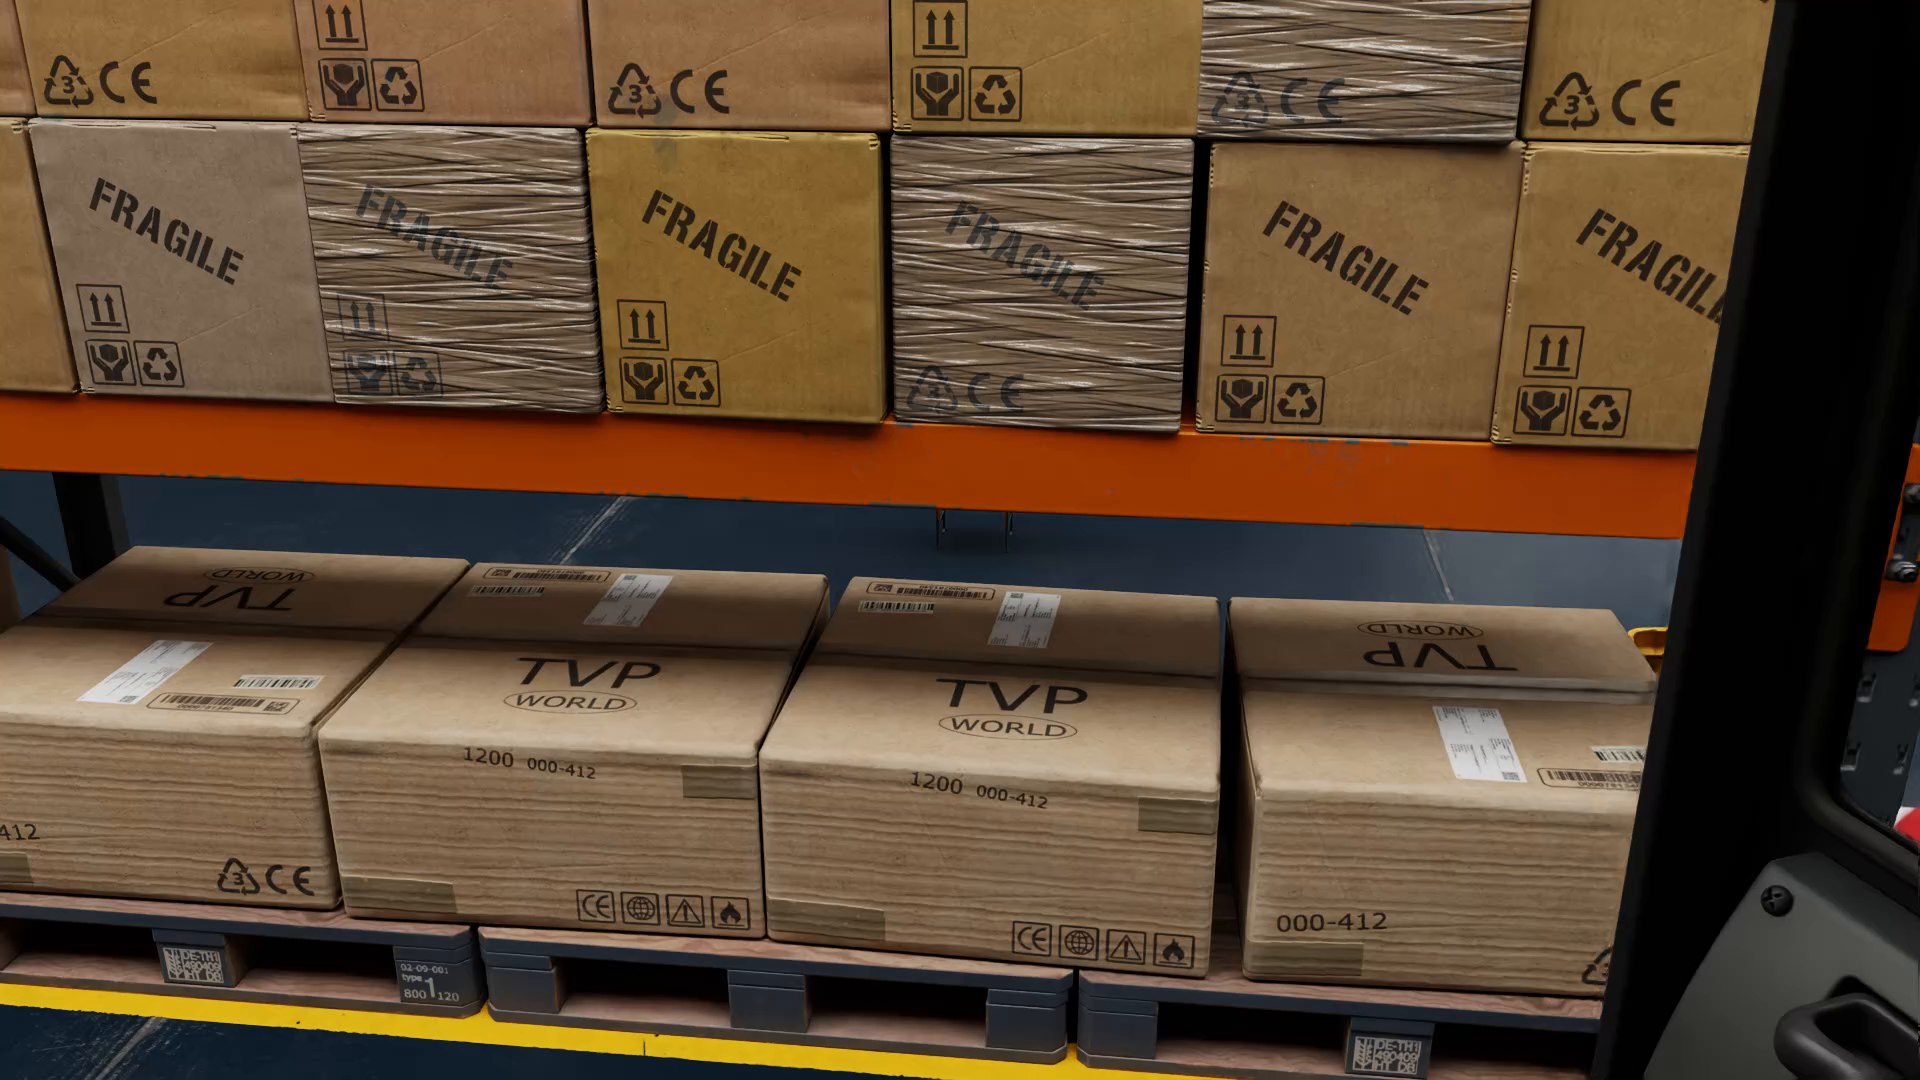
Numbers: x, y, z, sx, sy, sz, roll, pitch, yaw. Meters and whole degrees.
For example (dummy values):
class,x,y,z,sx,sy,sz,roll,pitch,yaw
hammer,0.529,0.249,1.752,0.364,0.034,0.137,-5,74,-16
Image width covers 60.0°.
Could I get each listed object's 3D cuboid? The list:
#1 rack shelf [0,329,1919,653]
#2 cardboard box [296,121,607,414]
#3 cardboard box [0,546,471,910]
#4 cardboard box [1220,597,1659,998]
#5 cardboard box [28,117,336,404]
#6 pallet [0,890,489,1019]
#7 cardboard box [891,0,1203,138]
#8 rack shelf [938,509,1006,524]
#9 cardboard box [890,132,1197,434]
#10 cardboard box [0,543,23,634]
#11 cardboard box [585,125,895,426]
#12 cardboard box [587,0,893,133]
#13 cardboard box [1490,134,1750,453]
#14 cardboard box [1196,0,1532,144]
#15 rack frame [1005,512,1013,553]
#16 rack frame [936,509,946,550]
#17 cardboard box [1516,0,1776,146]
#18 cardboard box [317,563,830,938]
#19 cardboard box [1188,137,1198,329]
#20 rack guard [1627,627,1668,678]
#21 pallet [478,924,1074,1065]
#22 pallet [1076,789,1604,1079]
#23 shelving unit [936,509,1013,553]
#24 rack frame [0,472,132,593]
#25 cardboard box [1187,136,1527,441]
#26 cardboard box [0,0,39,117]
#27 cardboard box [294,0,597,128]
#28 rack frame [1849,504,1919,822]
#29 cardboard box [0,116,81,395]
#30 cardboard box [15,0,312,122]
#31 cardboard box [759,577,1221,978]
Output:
class,x,y,z,sx,sy,sz,roll,pitch,yaw
rack shelf,-0.300,-0.252,3.476,4.000,0.370,1.077,2,22,6
cardboard box,-0.859,-0.556,3.131,0.500,0.500,0.500,3,22,7
cardboard box,-1.676,0.390,3.788,0.875,0.438,0.875,2,22,6
cardboard box,1.019,0.504,3.498,0.875,0.438,0.875,2,22,4
cardboard box,-1.352,-0.580,3.192,0.500,0.500,0.500,3,22,7
pallet,-1.541,0.685,3.919,1.213,0.211,1.003,2,22,6
cardboard box,0.166,-0.980,2.842,0.500,0.500,0.500,2,22,6
rack shelf,0.053,-0.218,5.847,0.240,0.259,0.215,2,22,6
cardboard box,0.167,-0.517,3.030,0.500,0.500,0.500,3,22,8
cardboard box,-2.912,0.122,3.870,0.875,0.875,0.875,3,22,8
cardboard box,-0.347,-0.534,3.075,0.500,0.500,0.500,3,22,8
cardboard box,-0.333,-1.002,2.899,0.500,0.500,0.500,2,22,6
cardboard box,1.176,-0.471,2.914,0.500,0.500,0.500,3,22,7
cardboard box,0.657,-0.957,2.785,0.500,0.500,0.500,3,22,6
rack frame,0.174,-0.481,5.728,0.008,1.050,0.200,2,22,6
rack frame,-0.068,-0.491,5.754,0.008,1.050,0.200,2,22,6
cardboard box,1.179,-0.945,2.755,0.500,0.500,0.500,3,22,8
cardboard box,-0.786,0.428,3.691,0.875,0.438,0.875,2,22,5
cardboard box,0.737,-0.684,3.453,0.500,0.500,0.500,2,22,6
rack guard,1.710,0.664,3.581,0.348,0.500,1.175,2,22,6
pallet,-0.326,0.737,3.788,1.213,0.211,1.003,2,22,6
pallet,0.883,0.791,3.652,1.213,0.211,1.003,2,22,6
shelving unit,0.053,-0.486,5.741,0.252,1.050,0.215,2,22,6
rack frame,-2.286,-0.673,3.562,0.127,3.000,1.000,2,22,6
cardboard box,0.679,-0.498,2.983,0.500,0.500,0.500,2,22,5
cardboard box,-1.842,-1.075,3.084,0.500,0.500,0.500,3,22,7
cardboard box,-0.834,-1.025,2.957,0.500,0.500,0.500,3,22,7
rack frame,1.686,-0.500,3.124,0.127,3.000,1.000,2,22,6
cardboard box,-1.851,-0.604,3.251,0.500,0.500,0.500,3,22,8
cardboard box,-1.341,-1.051,3.023,0.500,0.500,0.500,2,22,6
cardboard box,0.109,0.468,3.591,0.875,0.438,0.875,3,22,8
